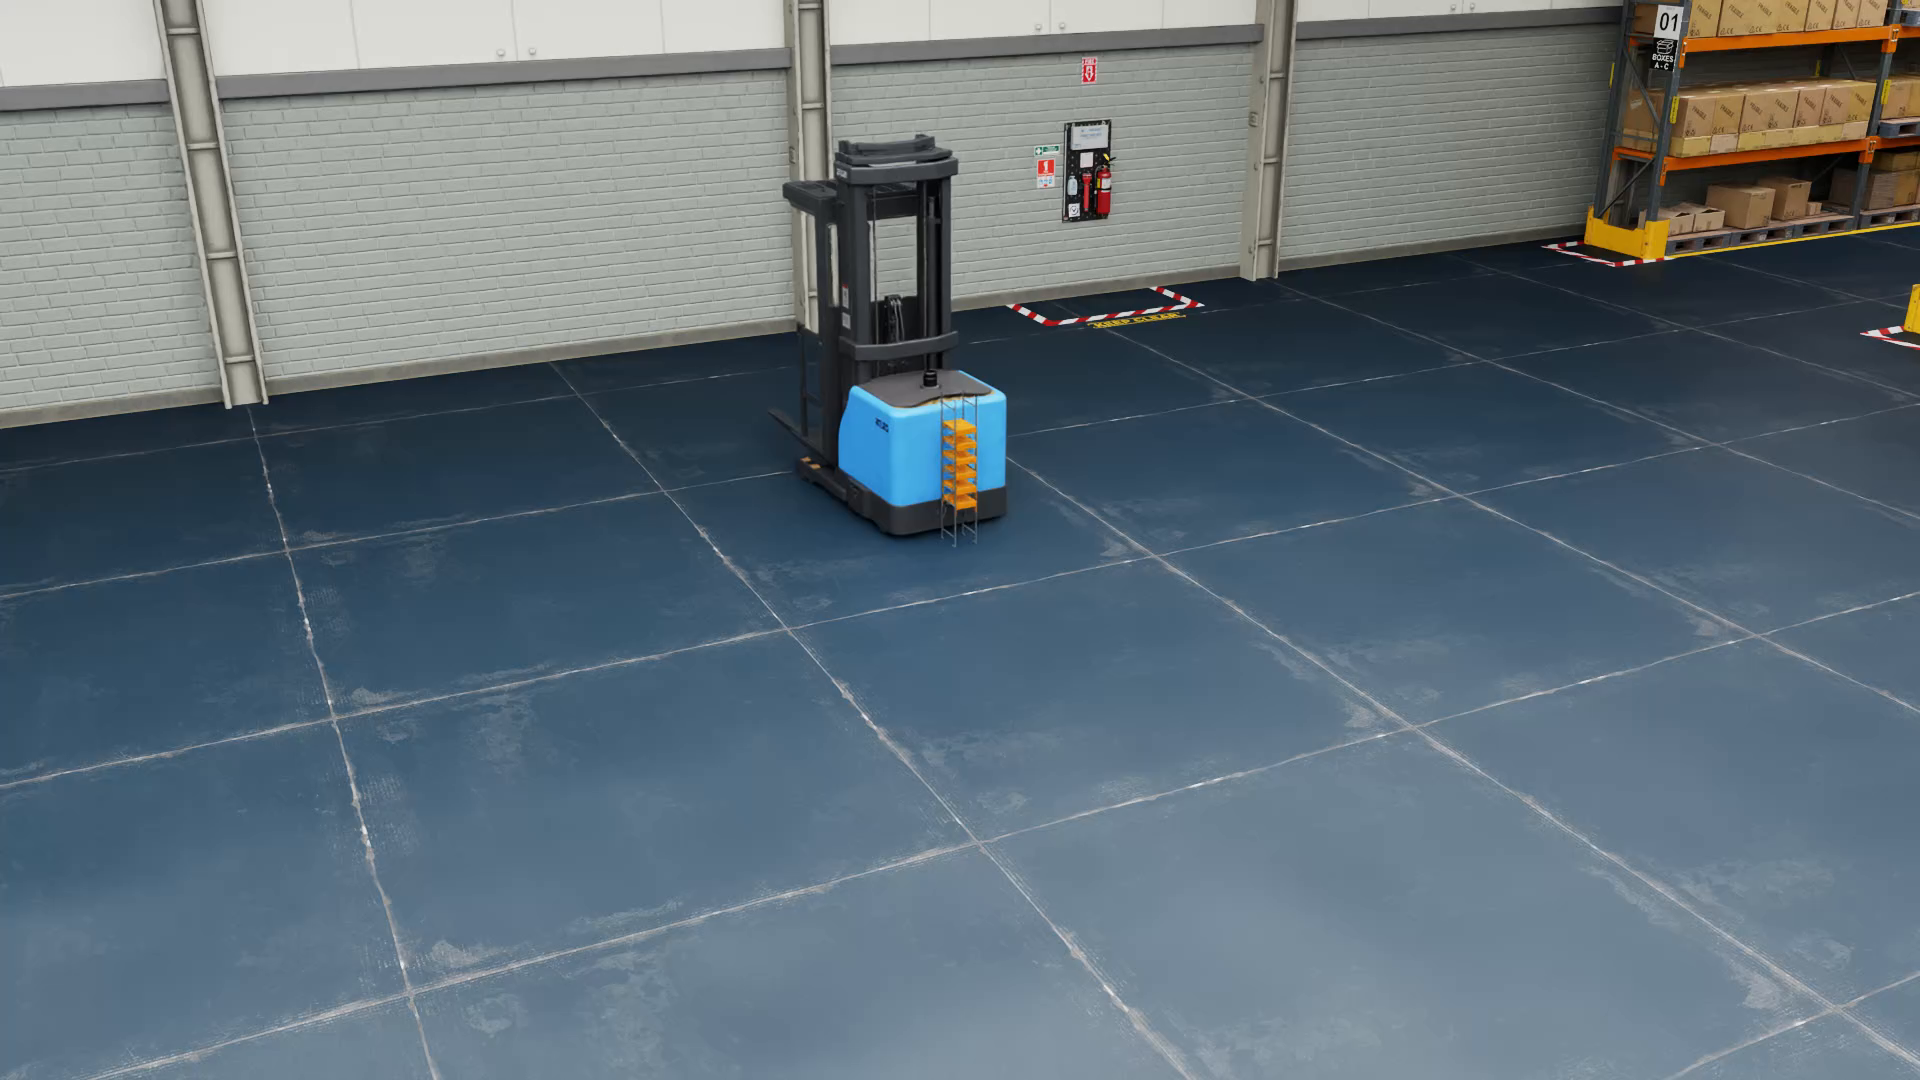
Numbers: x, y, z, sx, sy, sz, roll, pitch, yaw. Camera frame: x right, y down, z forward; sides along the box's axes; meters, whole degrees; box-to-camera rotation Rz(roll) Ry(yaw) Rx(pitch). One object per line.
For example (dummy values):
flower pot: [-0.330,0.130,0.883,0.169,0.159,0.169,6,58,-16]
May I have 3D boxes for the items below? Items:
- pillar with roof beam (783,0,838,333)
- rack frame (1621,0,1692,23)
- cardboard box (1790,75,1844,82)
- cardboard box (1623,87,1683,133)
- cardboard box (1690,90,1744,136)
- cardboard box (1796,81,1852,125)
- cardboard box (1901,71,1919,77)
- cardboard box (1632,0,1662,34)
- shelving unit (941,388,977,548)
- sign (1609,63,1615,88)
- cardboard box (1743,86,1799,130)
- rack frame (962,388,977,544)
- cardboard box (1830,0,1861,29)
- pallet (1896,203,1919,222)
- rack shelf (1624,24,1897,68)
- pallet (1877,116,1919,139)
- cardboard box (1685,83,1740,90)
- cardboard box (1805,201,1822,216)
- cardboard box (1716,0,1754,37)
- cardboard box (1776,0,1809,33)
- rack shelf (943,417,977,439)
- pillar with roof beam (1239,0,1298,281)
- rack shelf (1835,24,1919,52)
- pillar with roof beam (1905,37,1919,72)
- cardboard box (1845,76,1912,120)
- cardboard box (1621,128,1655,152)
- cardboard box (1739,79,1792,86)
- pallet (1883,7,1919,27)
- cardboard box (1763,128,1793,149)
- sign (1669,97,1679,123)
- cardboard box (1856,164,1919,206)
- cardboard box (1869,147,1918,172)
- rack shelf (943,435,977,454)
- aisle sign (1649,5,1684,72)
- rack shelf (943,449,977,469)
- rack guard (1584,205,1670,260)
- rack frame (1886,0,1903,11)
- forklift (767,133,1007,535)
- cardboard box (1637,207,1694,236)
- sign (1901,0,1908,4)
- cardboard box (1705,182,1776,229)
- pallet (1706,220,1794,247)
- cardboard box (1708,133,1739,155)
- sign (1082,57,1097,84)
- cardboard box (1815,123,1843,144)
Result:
pillar with roof beam: [0.254,-5.027,13.453,0.400,9.000,9.100,-10,25,-24]
rack frame: [8.944,-8.087,20.845,0.127,3.000,1.000,-10,25,-24]
cardboard box: [12.034,-6.259,23.462,0.500,0.500,0.500,-11,25,-25]
cardboard box: [9.276,-5.753,22.239,0.500,0.500,0.500,-11,25,-24]
cardboard box: [9.954,-5.656,22.004,0.500,0.500,0.500,-10,25,-23]
cardboard box: [11.809,-5.996,22.825,0.500,0.500,0.500,-11,25,-24]
cardboard box: [14.108,-6.511,24.175,0.500,0.500,0.700,-7,23,-16]
cardboard box: [9.210,-6.913,21.774,0.500,0.500,0.500,-9,24,-20]
shelving unit: [-0.008,-0.550,12.832,0.189,1.200,0.258,-11,25,-26]
sign: [8.721,-6.191,22.180,0.005,0.325,0.100,-10,25,-24]
cardboard box: [10.882,-5.829,22.423,0.500,0.500,0.500,-10,24,-22]
rack frame: [0.073,-0.566,12.871,0.006,1.200,0.240,-11,25,-26]
cardboard box: [11.739,-7.172,22.398,0.500,0.500,0.500,-13,26,-28]
pallet: [14.350,-5.024,24.934,1.213,0.211,1.003,-10,25,-24]
rack shelf: [10.746,-6.701,22.358,4.000,0.370,1.077,-10,25,-24]
pallet: [13.300,-5.967,23.817,1.213,0.211,1.003,-10,25,-24]
cardboard box: [10.198,-5.921,22.644,0.500,0.500,0.500,-11,25,-25]
cardboard box: [12.079,-4.774,23.813,0.250,0.166,0.380,-14,26,-30]
cardboard box: [9.853,-6.803,21.507,0.500,0.500,0.500,-9,24,-20]
cardboard box: [10.793,-6.987,21.951,0.500,0.500,0.500,-9,24,-20]
rack shelf: [-0.008,-0.841,12.711,0.180,0.103,0.258,-11,25,-26]
pillar with roof beam: [5.660,-6.023,15.857,0.400,9.000,9.100,-10,25,-24]
rack shelf: [14.350,-7.364,23.960,4.000,0.370,1.077,-10,25,-24]
pillar with roof beam: [16.473,-8.013,20.666,0.400,9.000,9.100,-10,25,-24]
cardboard box: [13.021,-6.301,23.667,0.500,0.500,0.700,-10,25,-23]
cardboard box: [9.281,-5.400,22.366,0.500,0.250,0.500,-10,25,-23]
cardboard box: [11.115,-6.094,23.063,0.500,0.500,0.500,-10,24,-22]
pallet: [13.151,-7.344,23.216,1.003,0.211,1.213,-10,25,-24]
cardboard box: [10.901,-5.483,22.568,0.500,0.250,0.500,-10,25,-23]
sign: [9.179,-5.528,21.375,0.005,0.325,0.100,-10,25,-24]
cardboard box: [13.648,-5.258,24.547,0.500,0.500,0.700,-11,25,-25]
cardboard box: [13.599,-5.576,24.334,0.500,0.250,0.500,-11,25,-25]
rack shelf: [-0.008,-0.730,12.757,0.180,0.103,0.258,-11,25,-26]
aisle sign: [9.009,-6.401,21.216,0.004,0.787,0.394,-10,25,-24]
rack shelf: [-0.008,-0.619,12.803,0.180,0.103,0.258,-11,25,-26]
rack guard: [9.012,-4.173,22.501,0.348,0.500,1.175,-10,25,-24]
rack frame: [12.548,-8.751,22.448,0.127,3.000,1.000,-10,25,-24]
forklift: [-0.770,-1.915,13.867,1.130,2.935,3.031,-12,25,-26]
cardboard box: [9.606,-4.360,22.625,0.500,0.311,0.500,-14,26,-30]
sign: [12.790,-7.418,22.474,0.005,0.325,0.100,-10,25,-24]
cardboard box: [10.803,-4.647,23.069,0.500,0.500,0.700,-12,25,-27]
pallet: [10.857,-4.363,23.337,1.213,0.211,1.003,-10,25,-24]
cardboard box: [9.983,-5.318,22.168,0.500,0.250,0.500,-11,25,-25]
sign: [1.499,-5.442,19.266,0.199,0.298,0.001,-10,25,-24]
cardboard box: [11.800,-5.656,22.985,0.500,0.250,0.500,-10,25,-23]
